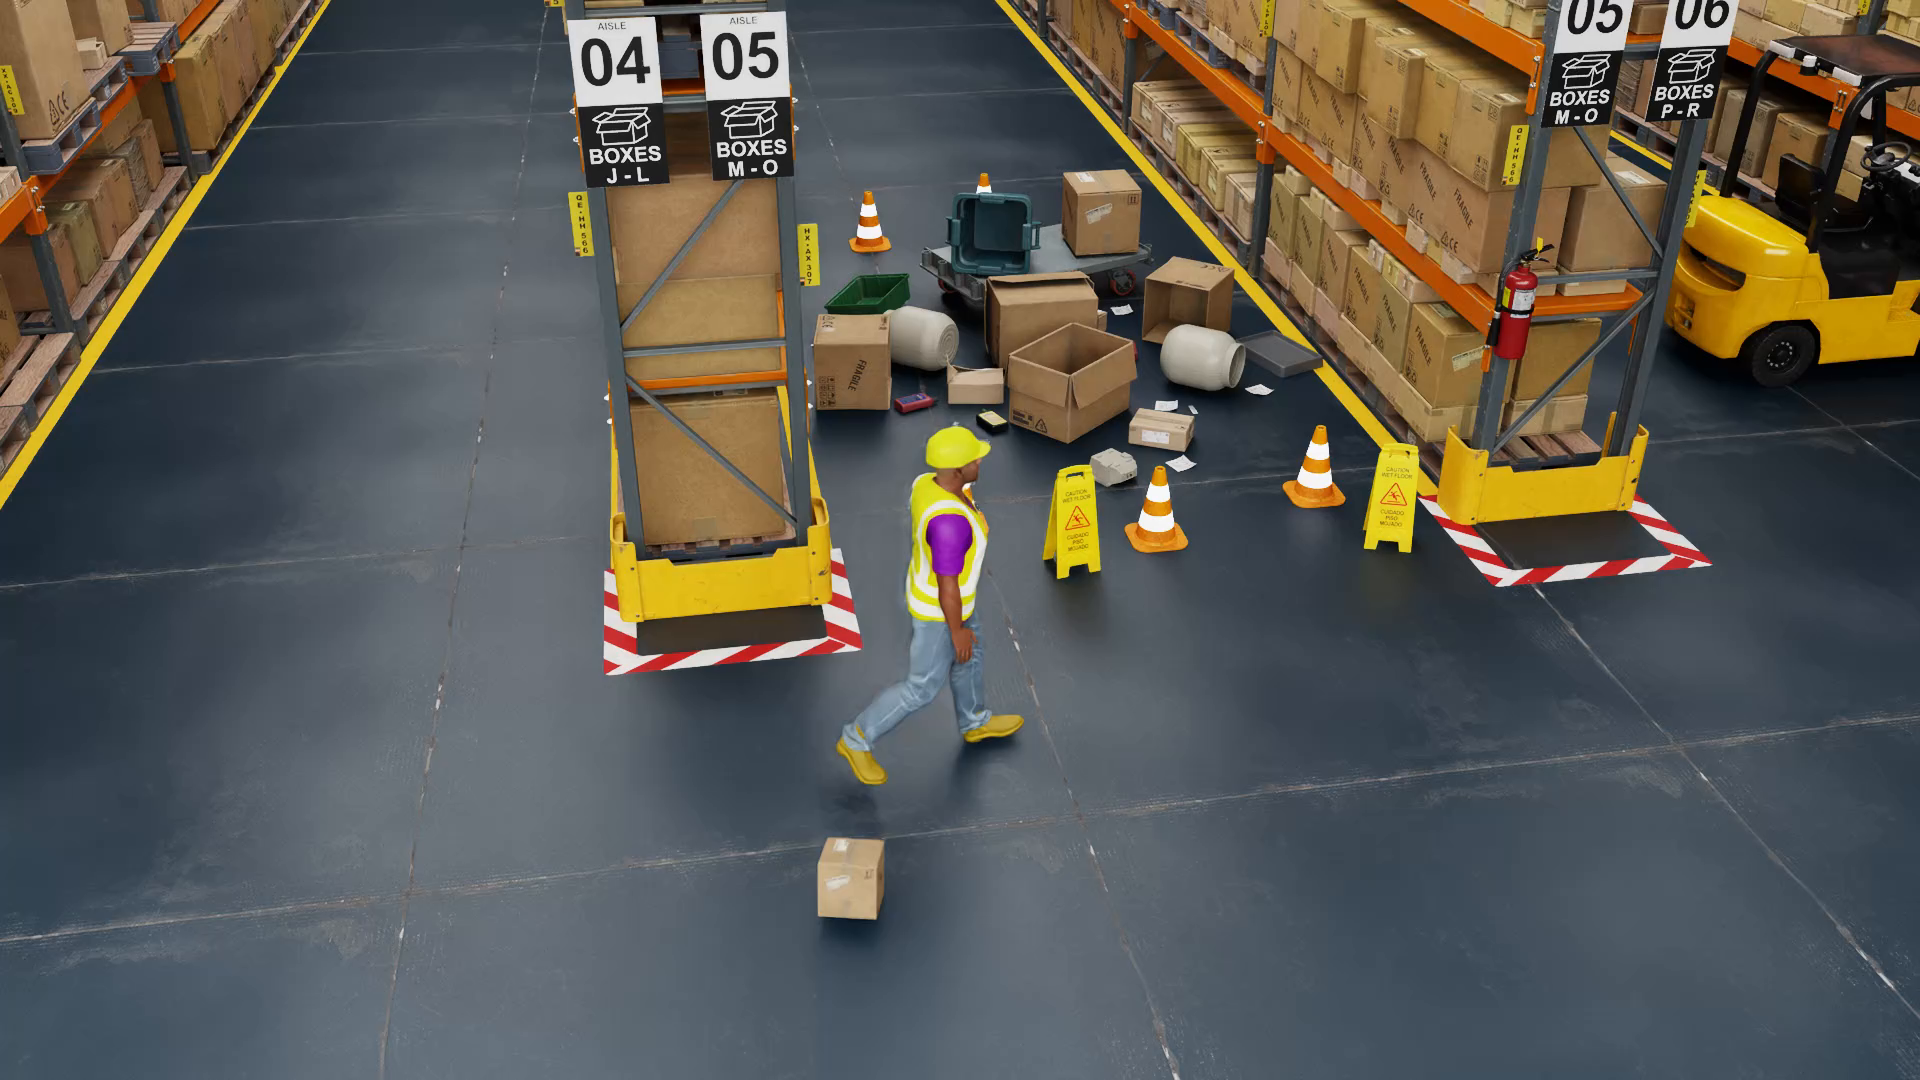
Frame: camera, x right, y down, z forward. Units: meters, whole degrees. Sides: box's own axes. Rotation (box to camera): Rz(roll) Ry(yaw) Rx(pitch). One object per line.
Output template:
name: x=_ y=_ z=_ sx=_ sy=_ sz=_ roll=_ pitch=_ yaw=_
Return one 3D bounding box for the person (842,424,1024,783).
person: x=-0.118 y=0.288 z=7.617 sx=0.897 sy=1.755 sz=0.602 roll=-3 pitch=31 yaw=-4
